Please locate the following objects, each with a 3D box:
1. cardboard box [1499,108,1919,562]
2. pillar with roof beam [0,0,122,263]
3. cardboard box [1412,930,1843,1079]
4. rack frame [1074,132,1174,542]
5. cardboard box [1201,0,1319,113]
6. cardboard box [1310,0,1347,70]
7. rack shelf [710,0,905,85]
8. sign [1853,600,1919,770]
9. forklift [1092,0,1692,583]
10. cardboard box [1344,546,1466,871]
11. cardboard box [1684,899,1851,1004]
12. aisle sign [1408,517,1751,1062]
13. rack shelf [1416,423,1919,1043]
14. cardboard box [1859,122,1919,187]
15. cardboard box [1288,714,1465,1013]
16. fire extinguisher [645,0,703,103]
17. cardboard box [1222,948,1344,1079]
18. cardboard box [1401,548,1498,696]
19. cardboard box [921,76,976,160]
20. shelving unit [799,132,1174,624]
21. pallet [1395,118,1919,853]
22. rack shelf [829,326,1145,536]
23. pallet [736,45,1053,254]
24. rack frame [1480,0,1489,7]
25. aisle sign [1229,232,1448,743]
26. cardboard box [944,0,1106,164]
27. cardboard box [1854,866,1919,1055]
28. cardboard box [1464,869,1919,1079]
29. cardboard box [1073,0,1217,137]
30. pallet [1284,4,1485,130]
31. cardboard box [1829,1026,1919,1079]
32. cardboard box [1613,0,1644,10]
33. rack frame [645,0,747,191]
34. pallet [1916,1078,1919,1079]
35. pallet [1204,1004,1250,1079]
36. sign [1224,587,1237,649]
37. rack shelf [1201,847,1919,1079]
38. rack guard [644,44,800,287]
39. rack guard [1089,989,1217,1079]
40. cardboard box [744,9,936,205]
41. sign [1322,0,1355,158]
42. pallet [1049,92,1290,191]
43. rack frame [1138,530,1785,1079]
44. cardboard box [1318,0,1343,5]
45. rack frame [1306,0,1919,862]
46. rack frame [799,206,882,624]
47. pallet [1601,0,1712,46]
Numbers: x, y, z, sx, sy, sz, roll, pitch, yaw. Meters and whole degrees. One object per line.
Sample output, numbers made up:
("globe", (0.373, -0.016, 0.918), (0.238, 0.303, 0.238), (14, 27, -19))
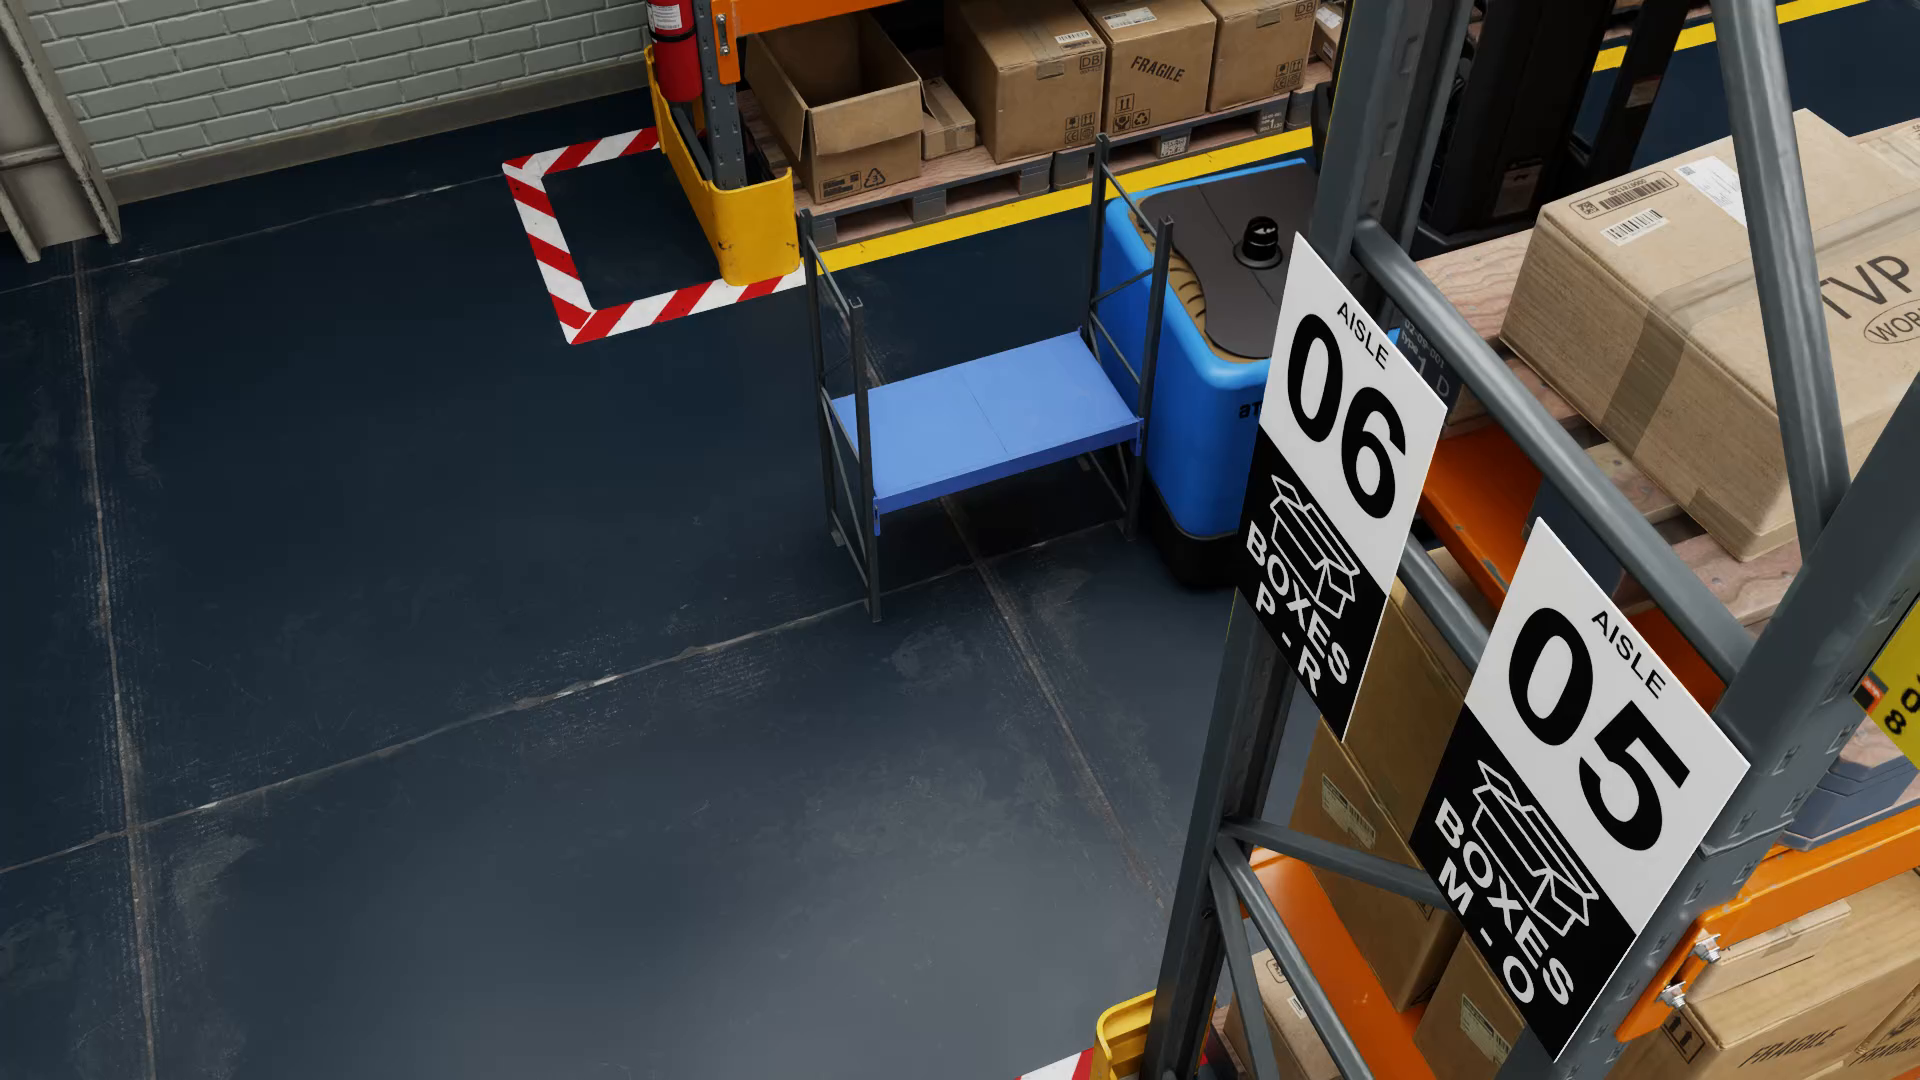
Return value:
("cardboard box", (1.132, -0.301, 2.310), (0.500, 0.250, 0.500), (-22, 53, -18))
("pillar with roof beam", (-2.340, -1.286, 1.423), (0.400, 9.000, 9.100), (-17, 52, -14))
("cardboard box", (1.303, 1.021, 3.330), (0.500, 0.500, 0.500), (-18, 52, -15))
("rack frame", (0.550, -0.659, 5.827), (0.032, 1.500, 0.500), (-17, 52, -14))
("cardboard box", (1.239, -2.443, 7.741), (0.500, 0.500, 0.700), (-19, 52, -16))
("cardboard box", (1.837, -2.421, 7.877), (0.258, 0.266, 0.396), (-16, 51, -13))
("rack shelf", (0.721, -2.835, 7.182), (4.000, 0.370, 1.077), (-17, 52, -14))
("sign", (0.954, 0.093, 1.587), (0.005, 0.325, 0.100), (-17, 52, -14))
("forklift", (2.070, -1.465, 5.576), (3.031, 2.935, 1.130), (-14, 51, -12))
("cardboard box", (1.106, 0.325, 3.268), (0.500, 0.500, 0.500), (-16, 51, -13))
("cardboard box", (1.183, 0.512, 2.680), (0.250, 0.149, 0.380), (-16, 51, -13))
("aisle sign", (0.793, 0.367, 2.244), (0.004, 0.787, 0.394), (-17, 52, -14))
("rack shelf", (2.601, -0.327, 3.051), (4.000, 0.370, 1.077), (-17, 52, -14))
("cardboard box", (1.490, -0.444, 2.500), (0.250, 0.149, 0.380), (-21, 52, -17))
("cardboard box", (1.096, 0.632, 3.664), (0.500, 0.500, 0.500), (-17, 51, -14))
("fire extinguisher", (-1.092, -1.982, 6.272), (0.183, 0.674, 0.296), (-17, 52, -14))
("cardboard box", (1.323, 1.428, 4.459), (0.875, 0.438, 0.875), (-19, 52, -15))
("cardboard box", (1.006, 0.176, 2.969), (0.250, 0.149, 0.380), (-17, 51, -14))
("cardboard box", (-0.120, -1.907, 7.513), (0.250, 0.149, 0.380), (-19, 52, -16))
("shelving unit", (0.079, -0.513, 5.702), (1.048, 1.500, 0.538), (-17, 52, -14))
("pallet", (1.433, -0.179, 2.508), (1.213, 0.211, 1.003), (-17, 52, -14))
("rack shelf", (0.079, -0.396, 5.838), (1.000, 0.185, 0.538), (-17, 52, -14))
("pallet", (-0.322, -1.838, 7.690), (1.213, 0.211, 1.003), (-17, 52, -14))
("rack frame", (2.572, -3.643, 7.402), (0.127, 3.000, 1.000), (-17, 52, -14))
("aisle sign", (0.566, -0.055, 2.606), (0.004, 0.787, 0.394), (-17, 52, -14))
("cardboard box", (0.278, -2.145, 7.486), (0.500, 0.500, 0.700), (-15, 51, -13))
("cardboard box", (1.777, 0.540, 3.084), (0.500, 0.500, 0.500), (-18, 52, -15))
("cardboard box", (1.302, 0.693, 2.952), (0.500, 0.500, 0.500), (-18, 52, -15))
("cardboard box", (0.805, -2.226, 7.556), (0.500, 0.500, 0.500), (-16, 51, -14))
("pallet", (1.936, -2.538, 8.291), (1.213, 0.211, 1.003), (-17, 52, -14))
("cardboard box", (1.760, 0.856, 3.472), (0.500, 0.500, 0.500), (-18, 52, -15))
("cardboard box", (3.105, -2.946, 8.174), (0.500, 0.500, 0.500), (-15, 51, -13))
("rack frame", (-1.131, -2.496, 6.416), (0.127, 3.000, 1.000), (-17, 52, -14))
("pallet", (2.588, 1.266, 5.023), (1.213, 0.211, 1.003), (-17, 52, -14))
("pallet", (1.460, 1.613, 4.725), (1.213, 0.211, 1.003), (-17, 52, -14))
("sign", (0.557, 0.150, 3.225), (0.005, 0.325, 0.100), (-17, 52, -14))
("rack shelf", (2.601, 0.650, 4.189), (4.000, 0.370, 1.077), (-17, 52, -14))
("rack guard", (-1.060, -1.703, 7.383), (0.348, 0.500, 1.175), (-17, 52, -14))
("rack guard", (0.727, 1.810, 4.366), (0.348, 0.500, 1.175), (-17, 52, -14))
("cardboard box", (-0.528, -1.928, 7.297), (0.637, 0.503, 0.797), (-19, 52, -16))
("sign", (0.557, -0.636, 2.310), (0.005, 0.325, 0.100), (-17, 52, -14))
("pallet", (0.805, -2.185, 7.988), (1.213, 0.211, 1.003), (-17, 52, -14))
("rack frame", (0.750, 0.989, 3.423), (0.127, 3.000, 1.000), (-17, 52, -14))
("cardboard box", (1.872, -2.880, 8.242), (0.500, 0.311, 0.500), (-16, 51, -13))
("rack frame", (0.750, -0.965, 1.147), (0.127, 3.000, 1.000), (-17, 52, -14))
("rack frame", (-0.392, -0.367, 5.577), (0.032, 1.500, 0.500), (-17, 52, -14))
("pallet", (3.311, -2.995, 8.683), (1.213, 0.211, 1.003), (-17, 52, -14))
